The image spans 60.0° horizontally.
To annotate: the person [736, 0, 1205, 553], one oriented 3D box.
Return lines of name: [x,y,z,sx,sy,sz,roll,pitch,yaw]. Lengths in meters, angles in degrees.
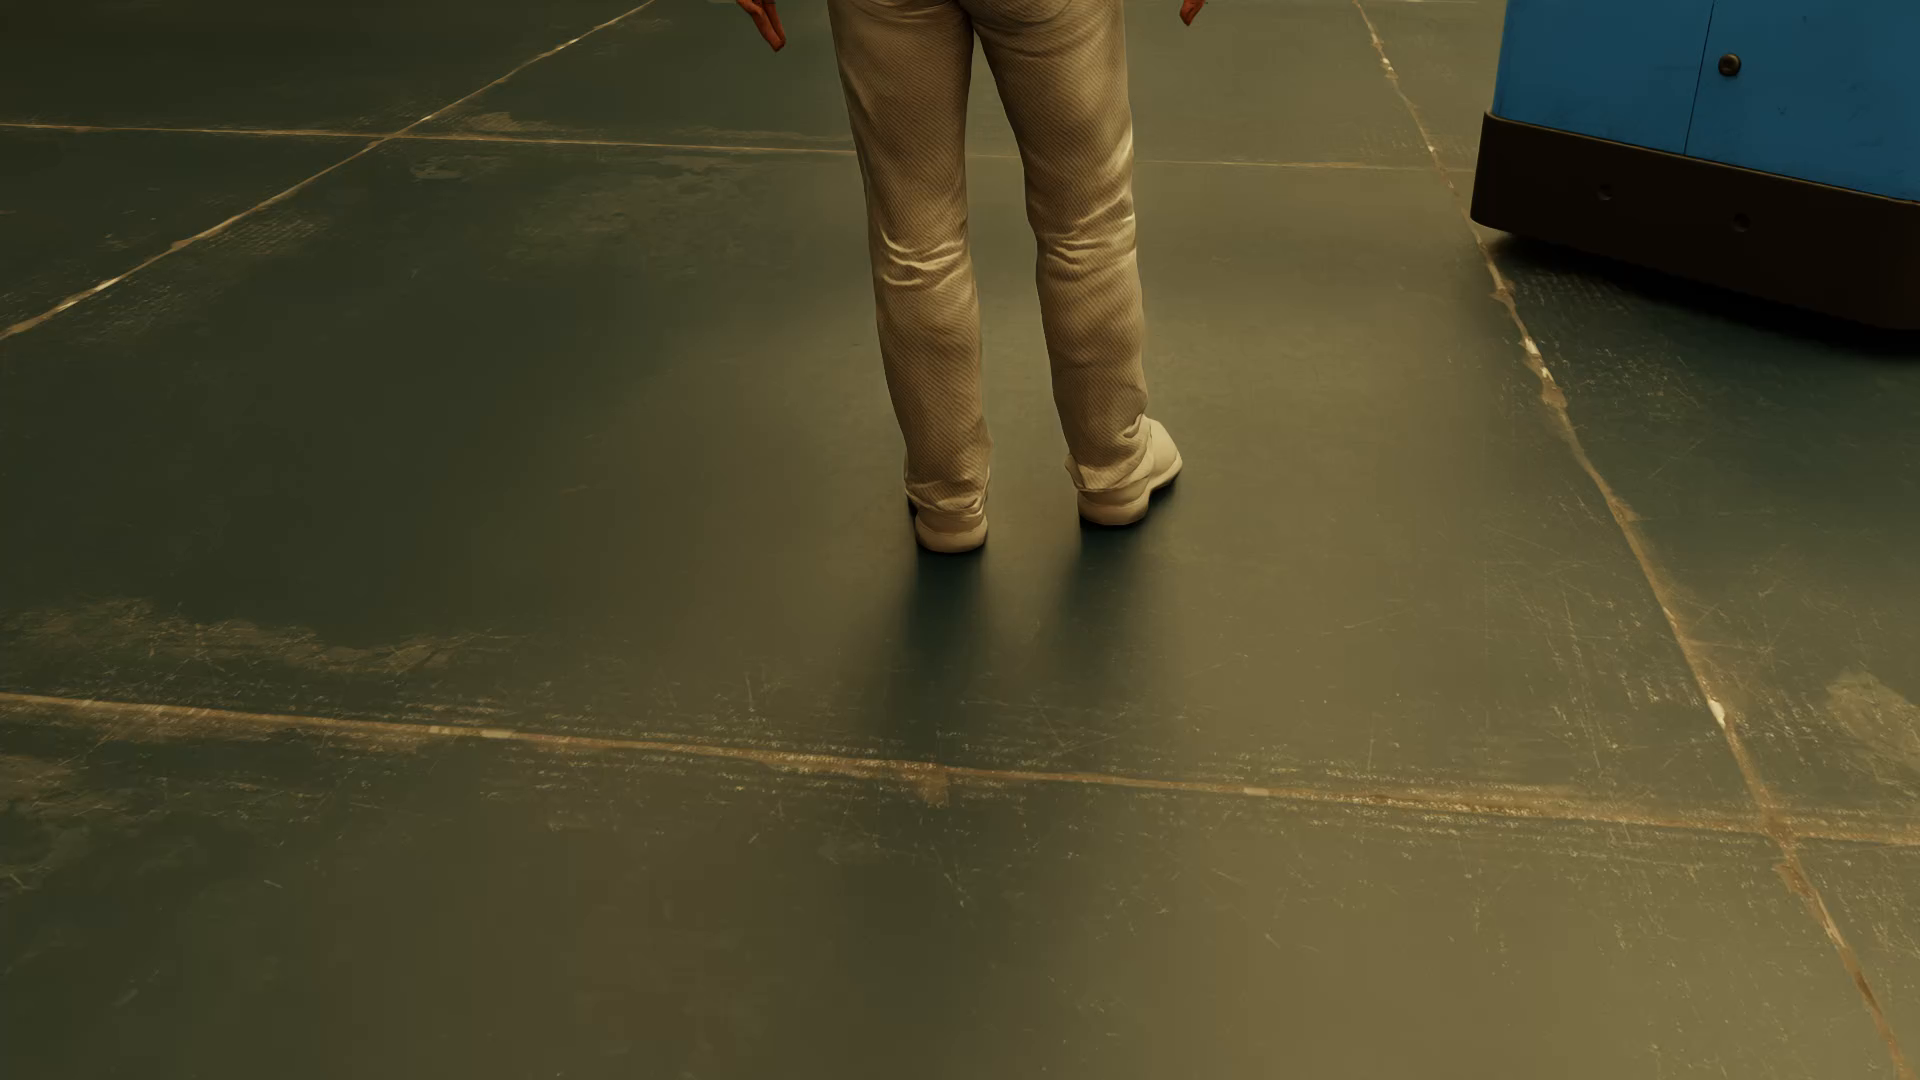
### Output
person: [0.014,-0.827,2.164,0.666,1.768,0.575,3,27,7]

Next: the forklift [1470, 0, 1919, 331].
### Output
forklift: [2.645,-2.221,3.669,3.031,2.935,1.130,-19,32,-33]
